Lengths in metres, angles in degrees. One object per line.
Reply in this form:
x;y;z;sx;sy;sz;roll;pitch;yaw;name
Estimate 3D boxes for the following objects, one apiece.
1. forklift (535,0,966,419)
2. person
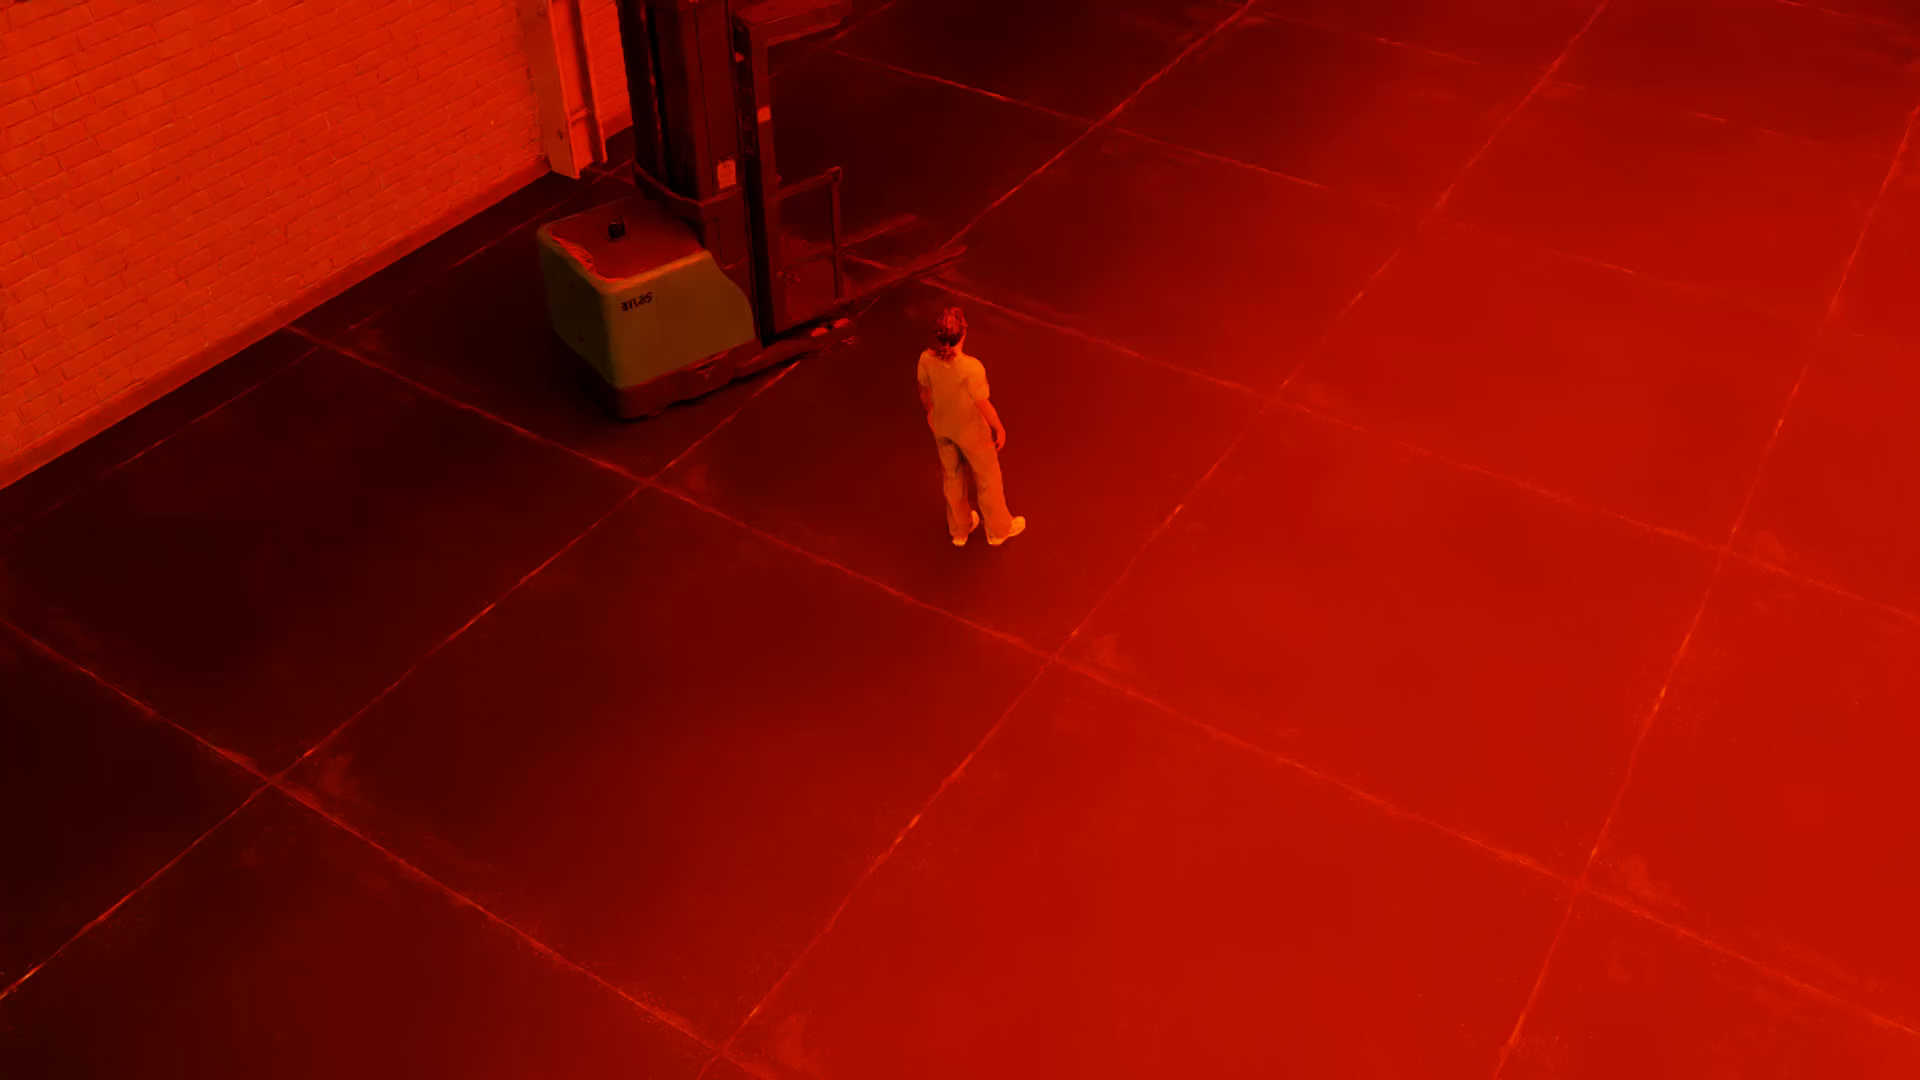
-1.356;-2.706;11.161;3.031;2.935;1.130;-26;47;-28;forklift
0.051;-0.677;9.733;0.550;1.665;0.548;22;45;24;person
